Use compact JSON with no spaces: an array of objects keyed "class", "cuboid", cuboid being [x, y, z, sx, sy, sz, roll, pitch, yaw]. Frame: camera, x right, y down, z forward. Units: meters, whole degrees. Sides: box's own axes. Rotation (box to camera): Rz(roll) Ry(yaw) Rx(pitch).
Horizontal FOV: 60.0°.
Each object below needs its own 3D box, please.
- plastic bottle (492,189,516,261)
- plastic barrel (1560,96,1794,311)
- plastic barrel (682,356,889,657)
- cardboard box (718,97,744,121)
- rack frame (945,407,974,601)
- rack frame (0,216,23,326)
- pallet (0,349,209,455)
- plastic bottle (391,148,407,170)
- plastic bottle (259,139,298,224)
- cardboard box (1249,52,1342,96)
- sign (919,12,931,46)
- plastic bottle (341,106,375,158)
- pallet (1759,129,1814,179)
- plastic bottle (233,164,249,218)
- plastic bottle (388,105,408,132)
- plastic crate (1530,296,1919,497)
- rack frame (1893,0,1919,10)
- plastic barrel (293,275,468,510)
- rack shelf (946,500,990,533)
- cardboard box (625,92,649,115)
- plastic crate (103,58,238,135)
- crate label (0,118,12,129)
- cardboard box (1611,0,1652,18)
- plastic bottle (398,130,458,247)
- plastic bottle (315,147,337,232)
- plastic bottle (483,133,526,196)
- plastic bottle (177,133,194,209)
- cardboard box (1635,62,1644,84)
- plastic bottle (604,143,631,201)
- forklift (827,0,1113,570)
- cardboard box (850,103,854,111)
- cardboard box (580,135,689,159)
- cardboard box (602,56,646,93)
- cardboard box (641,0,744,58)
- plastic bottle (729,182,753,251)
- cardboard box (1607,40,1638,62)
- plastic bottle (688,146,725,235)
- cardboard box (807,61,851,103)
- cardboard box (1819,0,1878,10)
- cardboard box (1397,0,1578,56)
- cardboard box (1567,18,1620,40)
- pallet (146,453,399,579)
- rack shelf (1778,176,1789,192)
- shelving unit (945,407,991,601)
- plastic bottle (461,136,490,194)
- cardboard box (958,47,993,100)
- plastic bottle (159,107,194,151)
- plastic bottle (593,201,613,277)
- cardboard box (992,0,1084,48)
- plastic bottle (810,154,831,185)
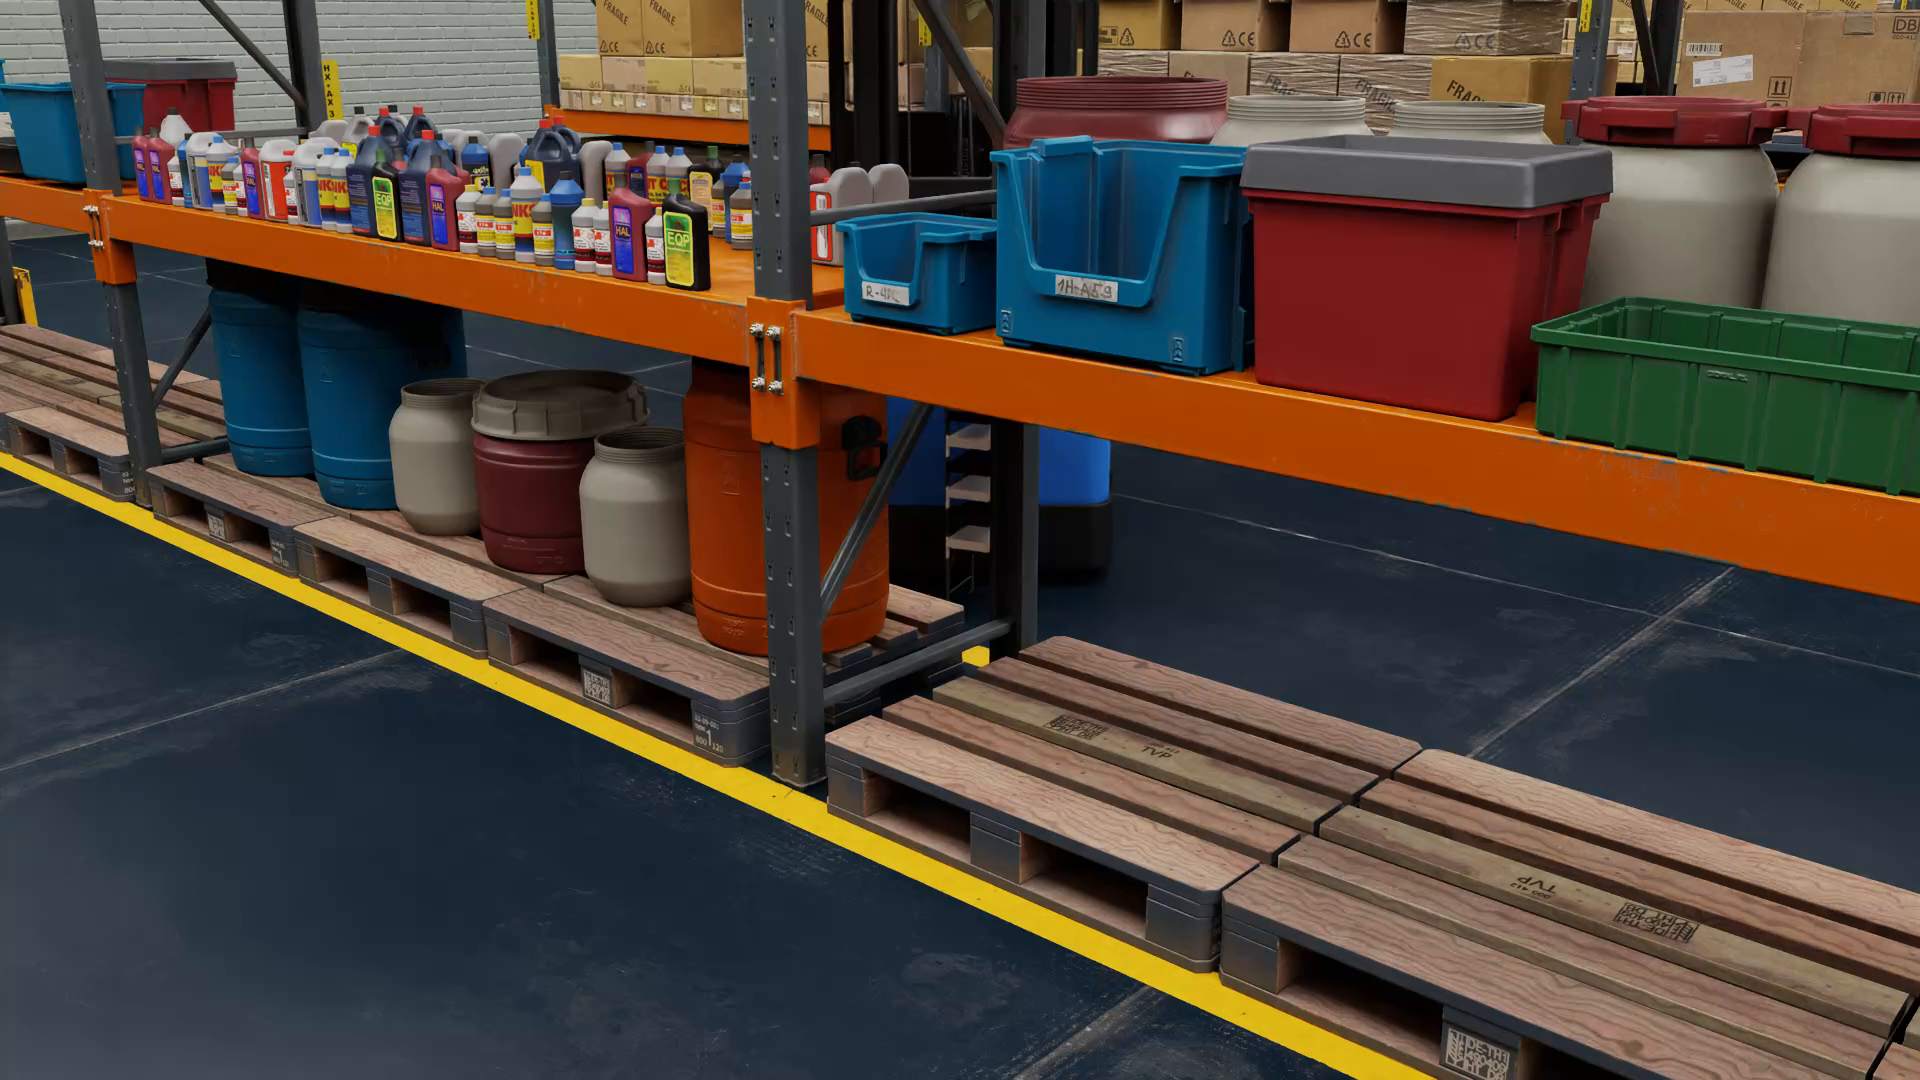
[{"class":"plastic bottle","cuboid":[-1.334,-0.938,4.936,0.097,0.201,0.097,0,18,0]},{"class":"plastic barrel","cuboid":[1.412,-0.614,3.362,0.433,0.535,0.433,0,18,0]},{"class":"plastic barrel","cuboid":[-0.514,-0.136,4.976,0.708,0.830,0.600,15,23,39]},{"class":"cardboard box","cuboid":[-1.438,-2.977,11.447,0.250,0.149,0.380,16,23,40]},{"class":"rack frame","cuboid":[0.000,-0.212,5.791,0.006,0.900,0.240,8,19,22]},{"class":"rack frame","cuboid":[-6.121,-2.482,9.475,0.127,3.000,1.000,15,23,39]},{"class":"pallet","cuboid":[-4.621,-0.734,8.576,1.213,0.211,1.003,15,23,39]},{"class":"plastic bottle","cuboid":[-1.775,-1.112,5.351,0.133,0.283,0.061,15,23,39]},{"class":"plastic bottle","cuboid":[-2.343,-1.255,5.813,0.135,0.276,0.152,15,23,39]},{"class":"cardboard box","cuboid":[1.857,-2.292,8.711,0.500,0.500,0.500,14,22,38]},{"class":"sign","cuboid":[-0.209,-3.124,9.936,0.005,0.325,0.100,15,23,39]},{"class":"plastic bottle","cuboid":[-2.320,-1.513,6.501,0.185,0.351,0.144,15,23,39]},{"class":"pallet","cuboid":[3.754,-1.786,7.599,1.003,0.211,1.213,15,23,39]},{"class":"plastic bottle","cuboid":[-2.548,-1.263,5.962,0.097,0.201,0.097,0,18,0]},{"class":"plastic bottle","cuboid":[-2.224,-1.545,6.604,0.185,0.351,0.144,15,23,39]},{"class":"plastic crate","cuboid":[1.365,-0.258,2.816,0.662,0.188,0.450,15,23,39]},{"class":"rack frame","cuboid":[6.518,-3.099,11.417,0.127,3.000,1.000,15,23,39]},{"class":"plastic barrel","cuboid":[-2.204,-0.624,6.394,0.708,0.901,0.600,15,23,39]},{"class":"rack shelf","cuboid":[0.093,-0.082,5.790,0.200,0.077,0.258,8,19,22]},{"class":"cardboard box","cuboid":[-2.206,-3.183,12.097,0.250,0.149,0.380,15,23,38]},{"class":"plastic crate","cuboid":[-3.630,-1.974,7.669,0.583,0.464,0.402,15,23,39]},{"class":"crate label","cuboid":[-4.959,-2.151,8.767,0.243,0.136,0.396,15,23,39]},{"class":"cardboard box","cuboid":[6.875,-5.413,16.891,0.500,0.500,0.500,15,23,40]},{"class":"plastic bottle","cuboid":[-1.669,-1.108,5.227,0.185,0.351,0.144,15,23,39]},{"class":"plastic bottle","cuboid":[-2.101,-1.177,5.574,0.097,0.271,0.097,0,18,0]},{"class":"plastic bottle","cuboid":[-1.695,-1.366,6.162,0.135,0.276,0.152,15,23,39]},{"class":"plastic bottle","cuboid":[-2.867,-1.382,6.222,0.097,0.271,0.097,0,18,0]},{"class":"cardboard box","cuboid":[5.081,-3.381,12.026,0.250,0.149,0.380,14,22,37]},{"class":"plastic bottle","cuboid":[-1.179,-1.236,5.761,0.097,0.271,0.097,0,18,0]},{"class":"forklift","cuboid":[0.008,-1.679,7.057,1.130,2.935,3.031,0,18,-1]},{"class":"cardboard box","cuboid":[-0.480,-2.719,10.636,0.250,0.149,0.380,16,23,40]},{"class":"cardboard box","cuboid":[-2.301,-2.680,12.916,0.875,0.875,0.875,15,23,39]},{"class":"cardboard box","cuboid":[-2.260,-3.413,12.163,0.500,0.250,0.500,15,23,39]},{"class":"cardboard box","cuboid":[-1.888,-3.670,11.734,0.500,0.500,0.500,14,23,38]},{"class":"plastic bottle","cuboid":[-0.661,-1.002,5.140,0.097,0.201,0.097,0,18,0]},{"class":"cardboard box","cuboid":[4.880,-3.576,12.149,0.250,0.149,0.380,16,23,41]},{"class":"plastic bottle","cuboid":[-0.835,-1.157,5.492,0.133,0.283,0.061,15,23,39]},{"class":"cardboard box","cuboid":[-0.734,-3.003,10.871,0.500,0.250,0.500,16,24,41]},{"class":"cardboard box","cuboid":[8.412,-5.010,15.622,0.500,0.500,0.500,15,23,39]},{"class":"cardboard box","cuboid":[2.614,-2.673,8.252,0.637,0.503,0.797,16,24,41]},{"class":"cardboard box","cuboid":[4.688,-3.770,12.269,0.250,0.149,0.380,16,24,41]},{"class":"pallet","cuboid":[-2.580,-0.186,6.848,1.213,0.211,1.003,15,23,39]},{"class":"rack shelf","cuboid":[4.646,-1.252,6.788,4.000,0.370,1.077,15,23,39]},{"class":"shelving unit","cuboid":[0.093,-0.199,5.752,0.210,0.900,0.258,8,19,22]},{"class":"plastic bottle","cuboid":[-1.764,-1.332,6.062,0.097,0.271,0.097,0,18,0]},{"class":"cardboard box","cuboid":[0.337,-2.699,9.991,0.500,0.500,0.500,15,23,39]},{"class":"plastic bottle","cuboid":[-3.051,-1.504,6.473,0.185,0.351,0.144,15,23,39]},{"class":"plastic bottle","cuboid":[-0.970,-0.840,4.628,0.097,0.201,0.097,0,18,0]},{"class":"cardboard box","cuboid":[0.642,-3.199,9.910,0.637,0.503,0.797,14,23,38]},{"class":"plastic bottle","cuboid":[-0.462,-1.057,5.176,0.133,0.283,0.061,15,23,39]}]
